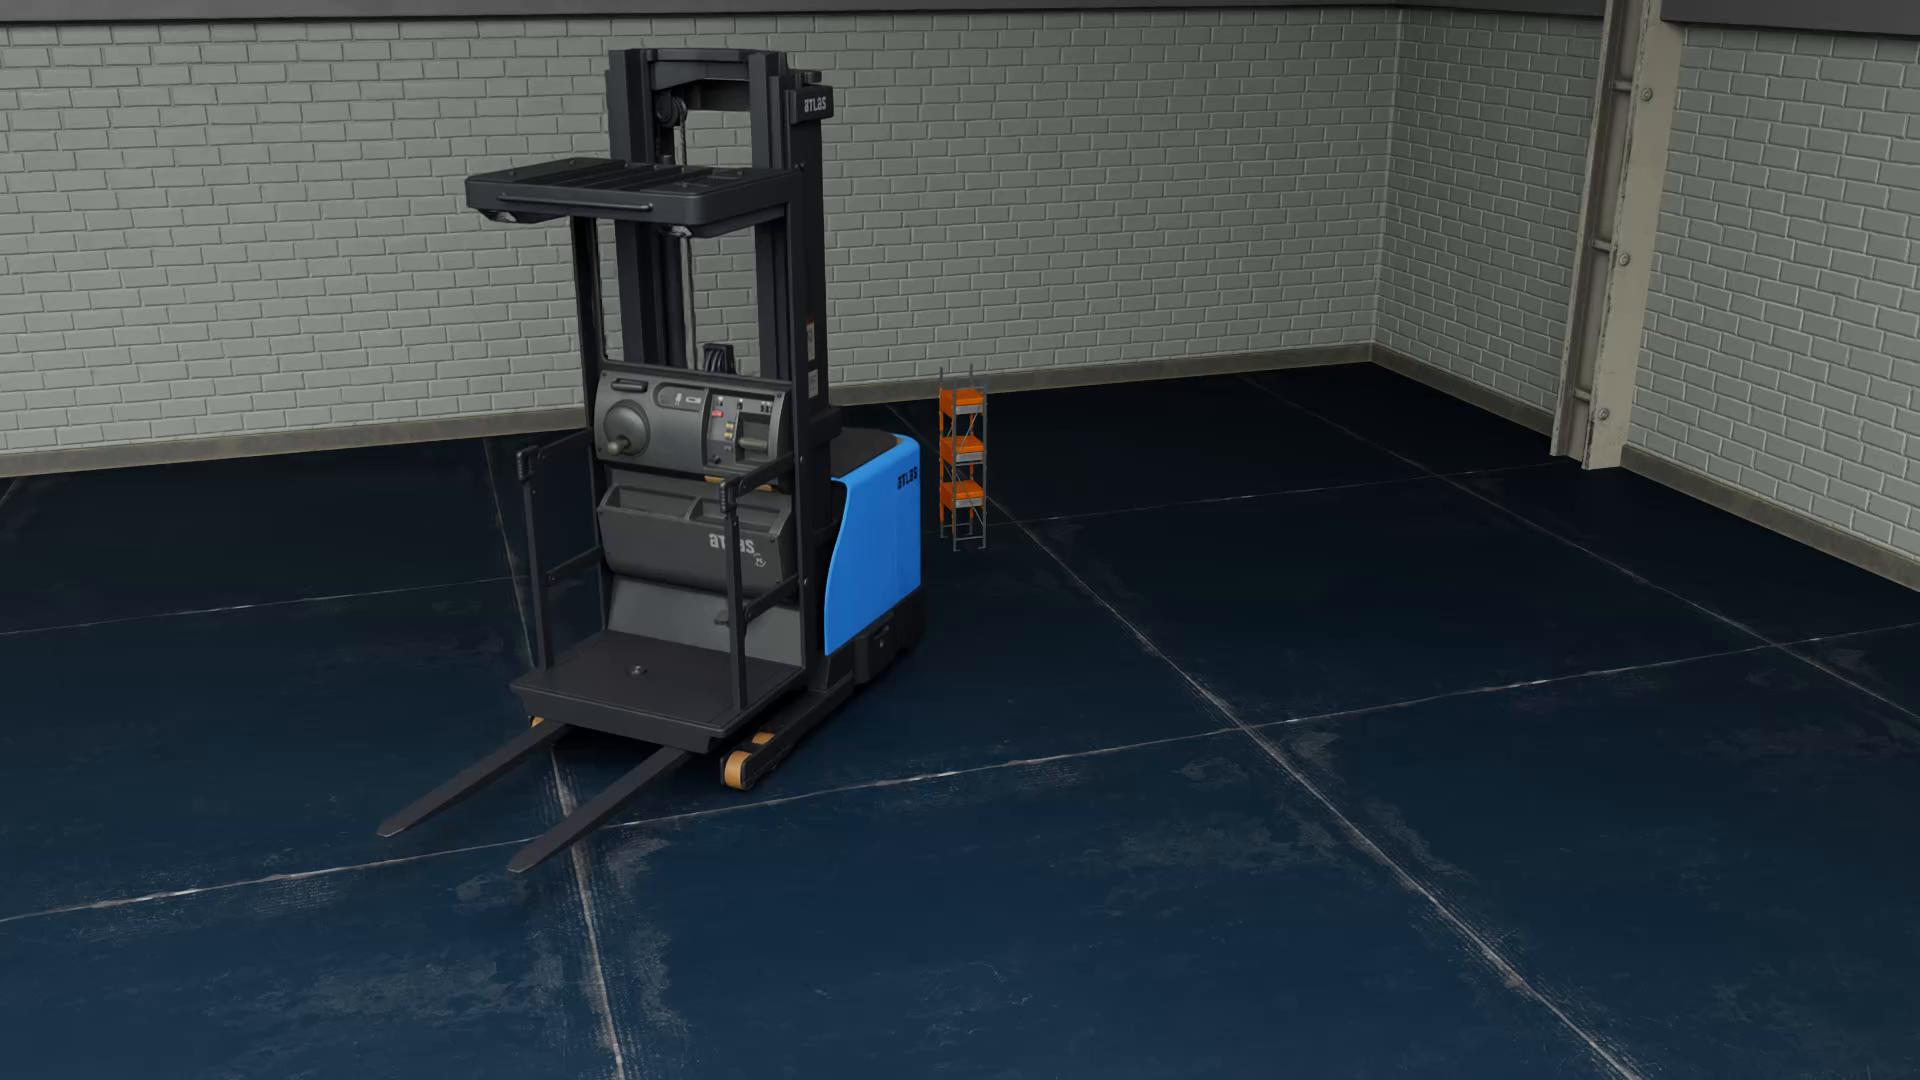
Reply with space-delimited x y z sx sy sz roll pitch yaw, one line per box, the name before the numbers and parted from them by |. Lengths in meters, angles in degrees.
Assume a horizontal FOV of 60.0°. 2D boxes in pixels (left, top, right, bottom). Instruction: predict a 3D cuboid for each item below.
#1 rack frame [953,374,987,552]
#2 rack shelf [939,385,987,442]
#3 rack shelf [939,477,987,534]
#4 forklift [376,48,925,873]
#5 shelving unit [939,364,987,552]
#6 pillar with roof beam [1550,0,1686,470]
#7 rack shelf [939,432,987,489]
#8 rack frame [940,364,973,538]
rack frame | 0.055 -0.438 9.582 0.200 1.050 0.008 -6 21 -17
rack shelf | 0.017 -0.734 9.599 0.215 0.259 0.240 -6 21 -17
rack shelf | 0.017 -0.205 9.789 0.215 0.259 0.240 -6 21 -17
forklift | -1.252 -0.493 6.953 1.130 2.935 3.031 9 22 23
shelving unit | 0.017 -0.477 9.691 0.215 1.050 0.252 -6 21 -17
pillar with roof beam | 0.227 -4.332 8.664 9.100 9.000 0.400 -6 21 -17
rack shelf | 0.017 -0.467 9.695 0.215 0.259 0.240 -6 21 -17
rack frame | -0.022 -0.516 9.800 0.200 1.050 0.008 -6 21 -17
